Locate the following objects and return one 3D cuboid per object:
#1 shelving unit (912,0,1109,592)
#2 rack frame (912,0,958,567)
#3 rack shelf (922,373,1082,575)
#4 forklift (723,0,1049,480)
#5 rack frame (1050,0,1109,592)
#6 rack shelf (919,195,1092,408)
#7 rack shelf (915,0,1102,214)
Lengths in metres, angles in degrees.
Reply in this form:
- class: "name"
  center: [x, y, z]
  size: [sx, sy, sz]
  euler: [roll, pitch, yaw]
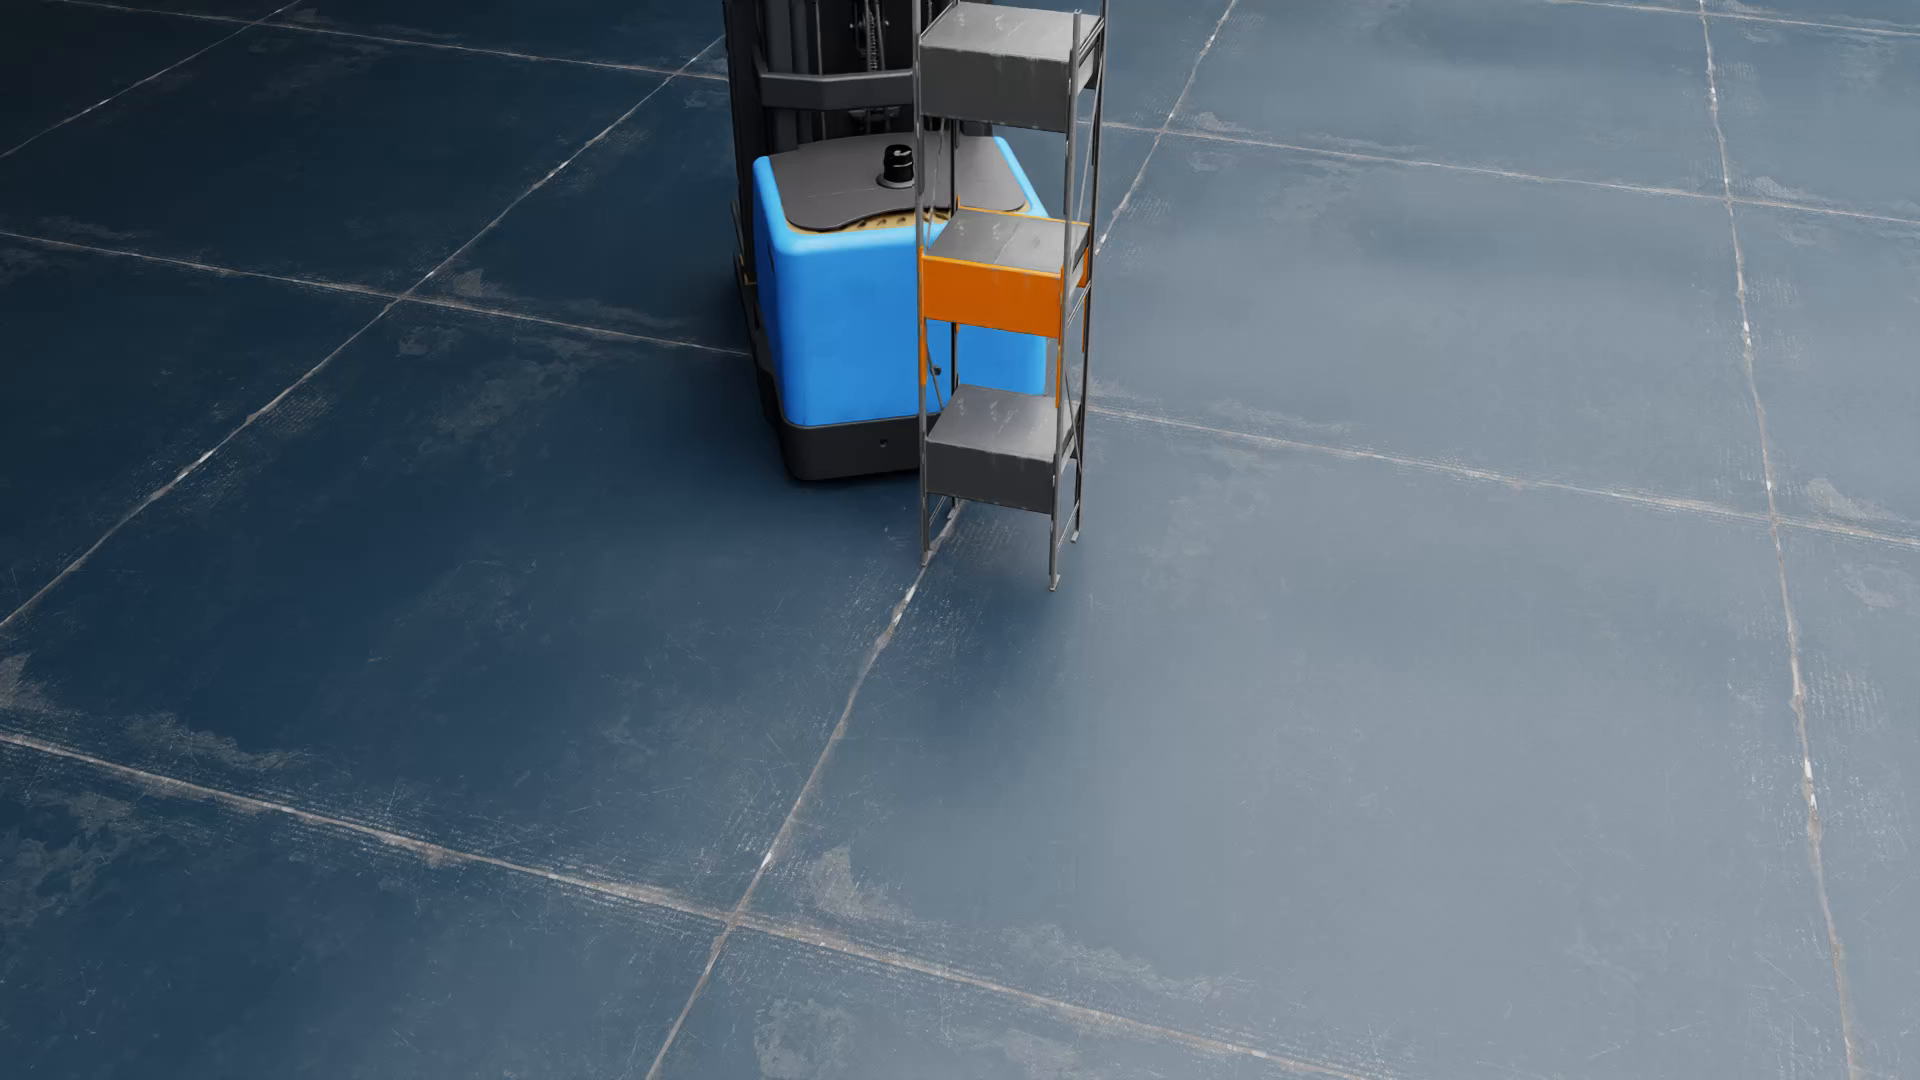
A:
- class: "shelving unit"
  center: [0.158, -0.816, 5.588]
  size: [0.503, 2.100, 0.431]
  euler: [10, 38, 14]
- class: "rack frame"
  center: [-0.075, -0.860, 5.646]
  size: [0.015, 2.100, 0.400]
  euler: [10, 38, 14]
- class: "rack shelf"
  center: [0.158, -0.242, 6.011]
  size: [0.480, 0.518, 0.431]
  euler: [10, 38, 14]
- class: "forklift"
  center: [-0.453, -2.283, 6.879]
  size: [1.130, 2.935, 3.031]
  euler: [-7, 37, -9]
- class: "rack frame"
  center: [0.391, -0.773, 5.529]
  size: [0.015, 2.100, 0.400]
  euler: [10, 38, 14]
- class: "rack shelf"
  center: [0.158, -0.805, 5.596]
  size: [0.480, 0.518, 0.431]
  euler: [10, 38, 14]
- class: "rack shelf"
  center: [0.158, -1.369, 5.181]
  size: [0.480, 0.518, 0.431]
  euler: [10, 38, 14]
